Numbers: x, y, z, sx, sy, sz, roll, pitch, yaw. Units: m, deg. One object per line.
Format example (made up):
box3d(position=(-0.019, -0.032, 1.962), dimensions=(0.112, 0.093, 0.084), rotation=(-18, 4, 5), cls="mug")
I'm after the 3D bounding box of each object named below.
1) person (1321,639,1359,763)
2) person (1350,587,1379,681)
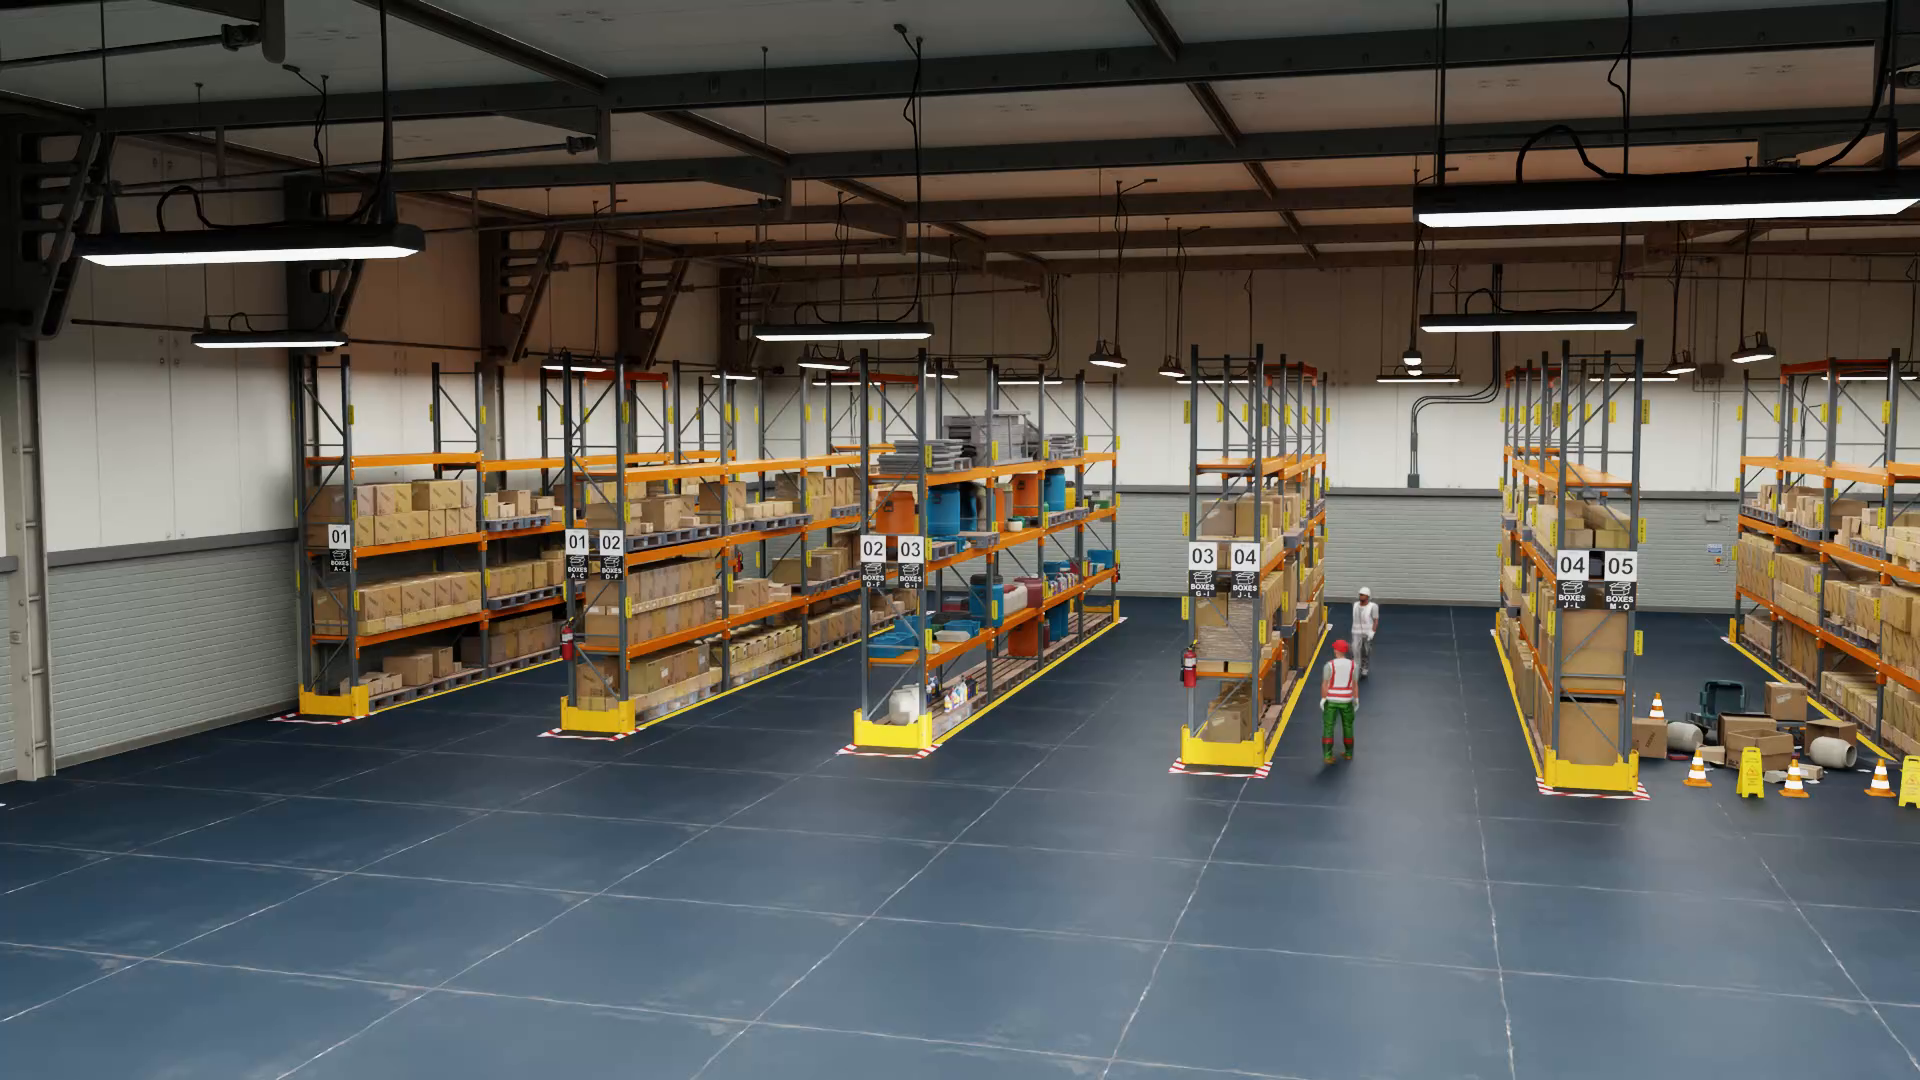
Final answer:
box3d(position=(5.507, 2.310, 24.067), dimensions=(0.531, 1.785, 0.607), rotation=(1, 5, 19), cls="person")
box3d(position=(7.618, 1.763, 31.331), dimensions=(0.519, 1.728, 1.056), rotation=(1, 4, 14), cls="person")
